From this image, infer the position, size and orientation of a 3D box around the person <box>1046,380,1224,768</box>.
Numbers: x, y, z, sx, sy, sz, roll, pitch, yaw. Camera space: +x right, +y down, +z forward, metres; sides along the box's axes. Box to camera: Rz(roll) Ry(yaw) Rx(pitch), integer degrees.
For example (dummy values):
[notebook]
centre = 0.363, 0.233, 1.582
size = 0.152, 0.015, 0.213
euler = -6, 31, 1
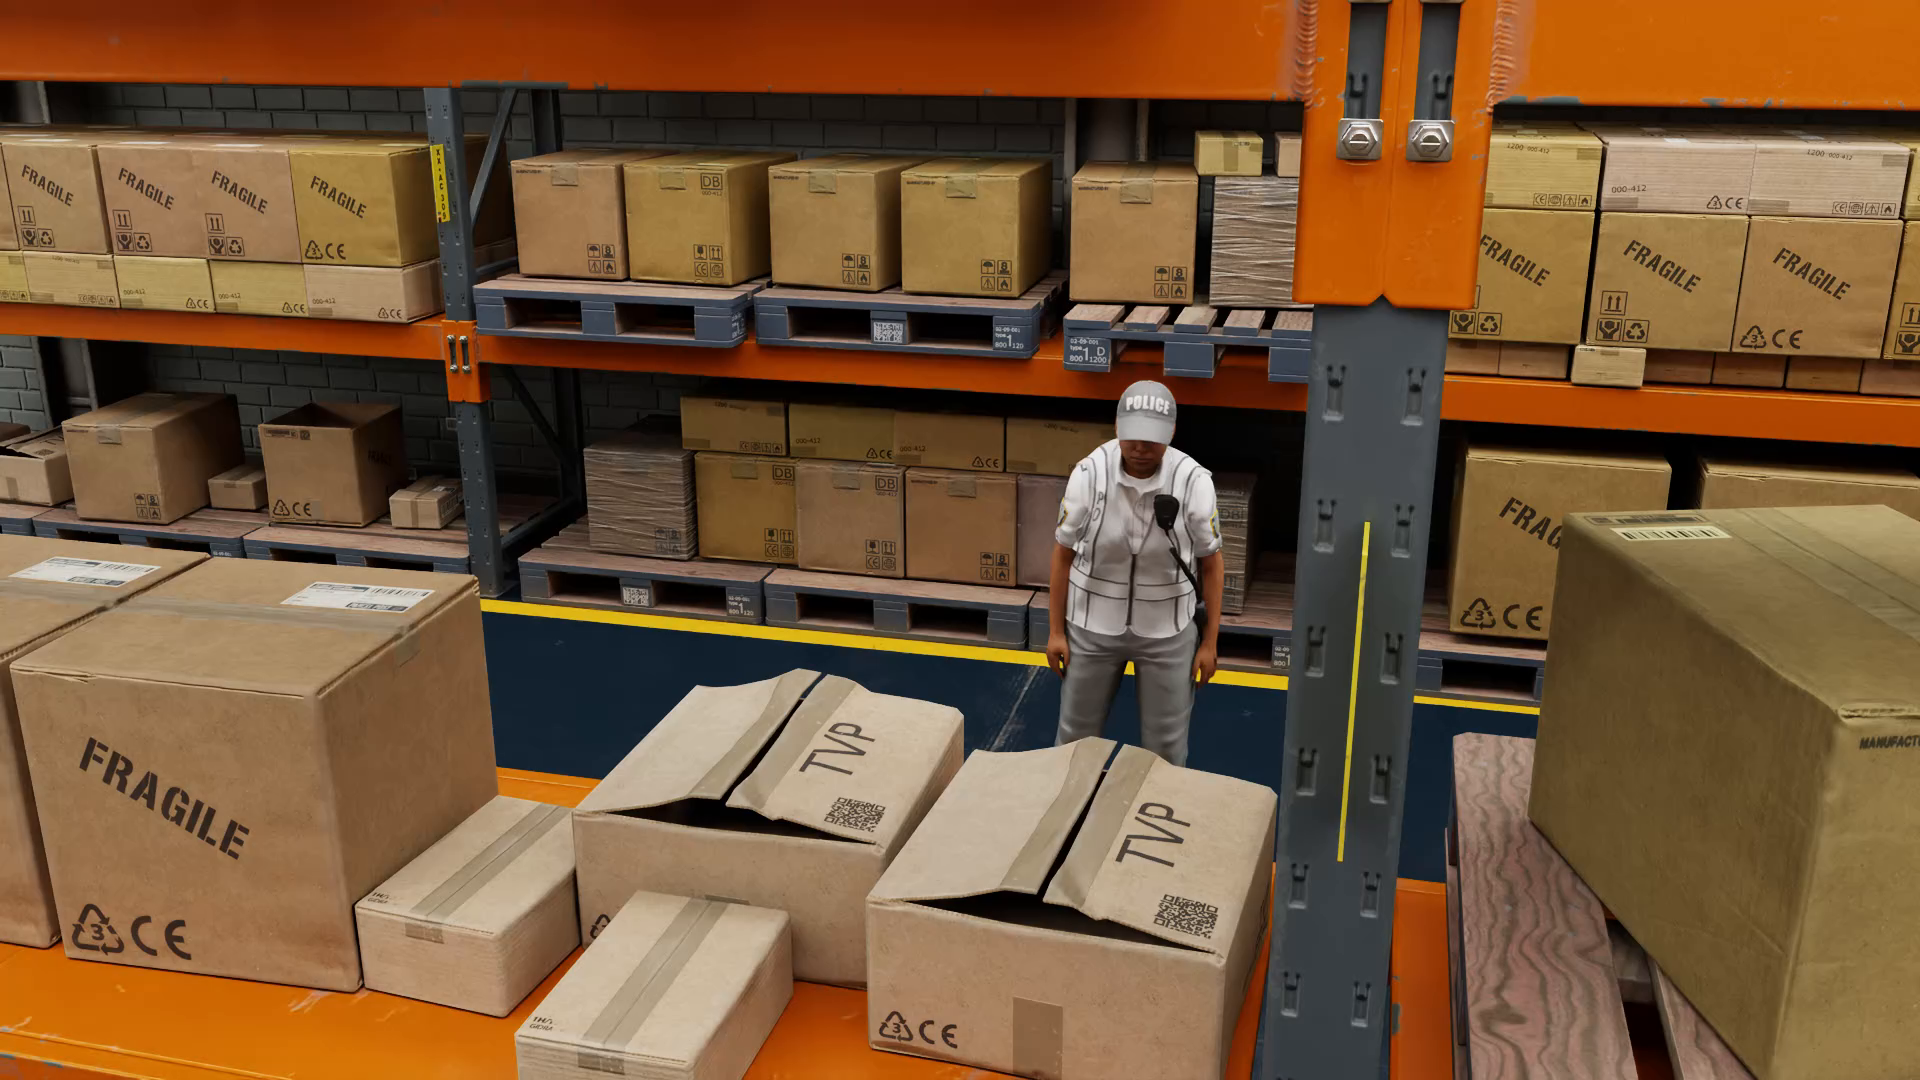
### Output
[person]
centre = 0.514, 0.311, 5.113
size = 0.564, 1.666, 0.468
euler = 3, 19, 10
